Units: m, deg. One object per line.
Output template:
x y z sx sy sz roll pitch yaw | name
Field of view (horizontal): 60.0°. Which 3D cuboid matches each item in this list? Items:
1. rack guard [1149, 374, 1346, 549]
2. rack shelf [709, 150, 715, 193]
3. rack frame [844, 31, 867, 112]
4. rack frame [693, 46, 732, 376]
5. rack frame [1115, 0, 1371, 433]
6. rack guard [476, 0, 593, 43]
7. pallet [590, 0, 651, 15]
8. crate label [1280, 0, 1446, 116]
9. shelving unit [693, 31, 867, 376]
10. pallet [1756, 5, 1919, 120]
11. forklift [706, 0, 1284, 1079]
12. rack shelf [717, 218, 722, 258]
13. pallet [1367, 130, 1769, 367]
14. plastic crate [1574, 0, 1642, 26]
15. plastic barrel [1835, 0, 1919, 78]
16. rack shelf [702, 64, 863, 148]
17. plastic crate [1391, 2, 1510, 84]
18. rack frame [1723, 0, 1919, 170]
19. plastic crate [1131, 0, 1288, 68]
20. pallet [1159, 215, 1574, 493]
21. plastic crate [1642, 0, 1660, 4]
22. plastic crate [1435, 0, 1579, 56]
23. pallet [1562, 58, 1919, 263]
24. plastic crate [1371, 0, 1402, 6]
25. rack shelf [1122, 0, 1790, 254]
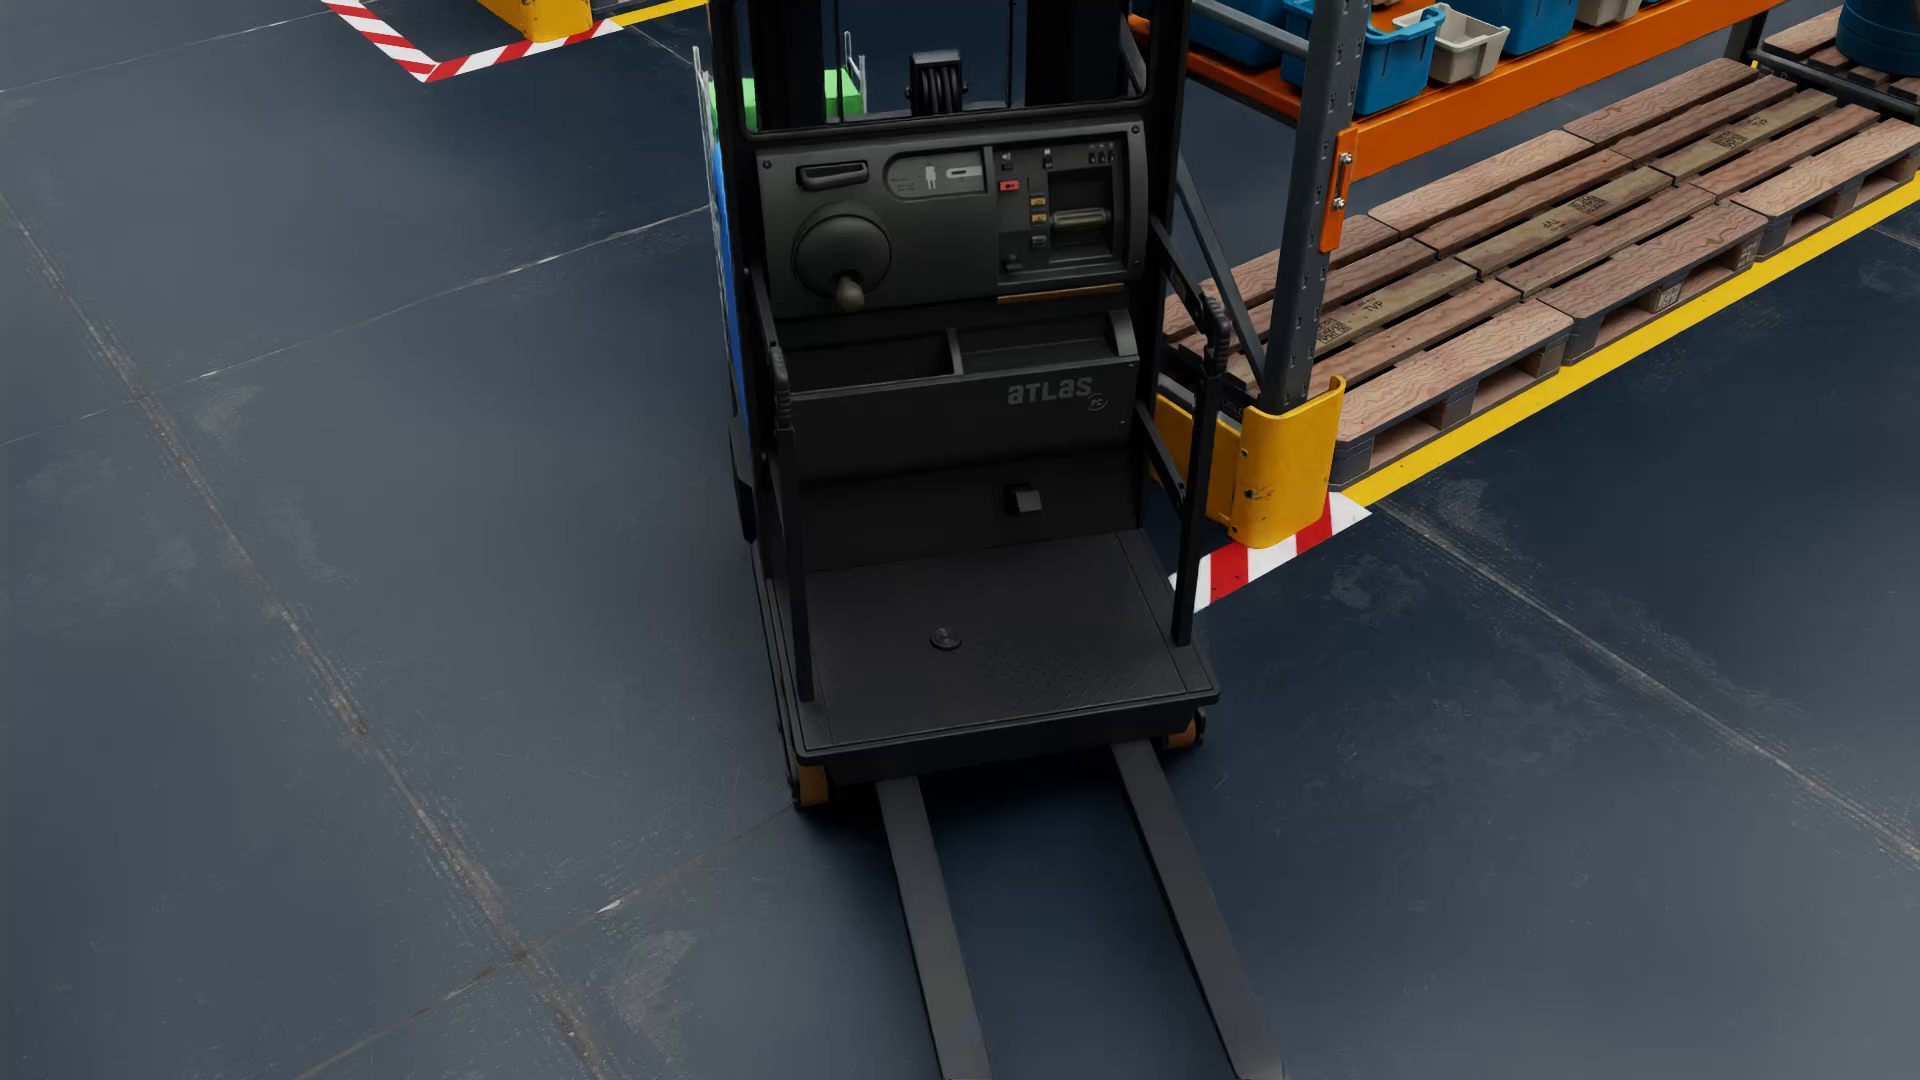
0.704 -0.508 5.475 0.348 0.500 1.175 -26 46 -28 | rack guard
-0.566 -1.191 5.467 0.480 0.148 0.258 -9 37 -11 | rack shelf
-0.327 -1.088 5.618 0.015 1.200 0.240 -9 37 -11 | rack frame
-0.799 -1.009 5.522 0.015 1.200 0.240 -9 37 -11 | rack frame
0.715 -1.490 4.701 0.127 3.000 1.000 -26 46 -28 | rack frame
-2.322 -3.005 8.519 0.348 0.500 1.175 -26 46 -28 | rack guard
-1.716 -3.251 9.047 1.213 0.211 1.003 -26 46 -28 | pallet
1.112 -1.378 4.650 0.303 0.233 0.416 -26 46 -28 | crate label
-0.563 -1.048 5.570 0.503 1.200 0.258 -9 37 -11 | shelving unit
4.524 -2.235 7.808 1.213 0.211 1.003 -26 46 -28 | pallet
0.038 -0.693 3.784 1.130 2.935 3.031 -8 40 -9 | forklift
-0.562 -0.997 5.608 0.480 0.148 0.258 -9 37 -11 | rack shelf
2.360 -1.180 6.522 1.213 0.211 1.003 -26 46 -28 | pallet
1.954 -1.686 5.100 0.298 0.136 0.250 -26 46 -28 | plastic crate
4.329 -2.589 7.364 0.708 0.901 0.600 -26 46 -28 | plastic barrel
-0.569 -1.385 5.325 0.480 0.148 0.258 -9 37 -11 | rack shelf
1.417 -1.423 4.781 0.298 0.136 0.250 -26 46 -28 | plastic crate
3.887 -3.036 6.586 0.127 3.000 1.000 -26 46 -28 | rack frame
0.867 -1.750 4.943 0.499 0.435 0.616 -26 46 -28 | plastic crate
1.393 -0.711 5.950 1.213 0.211 1.003 -26 46 -28 | pallet
2.156 -1.887 5.270 0.300 0.233 0.416 -26 46 -28 | plastic crate
1.634 -1.633 4.960 0.300 0.233 0.416 -26 46 -28 | plastic crate
3.328 -1.654 7.100 1.213 0.211 1.003 -26 46 -28 | pallet
1.252 -1.817 5.261 0.243 0.136 0.396 -26 46 -28 | plastic crate
2.301 -1.985 5.872 4.000 0.370 1.077 -26 46 -28 | rack shelf
